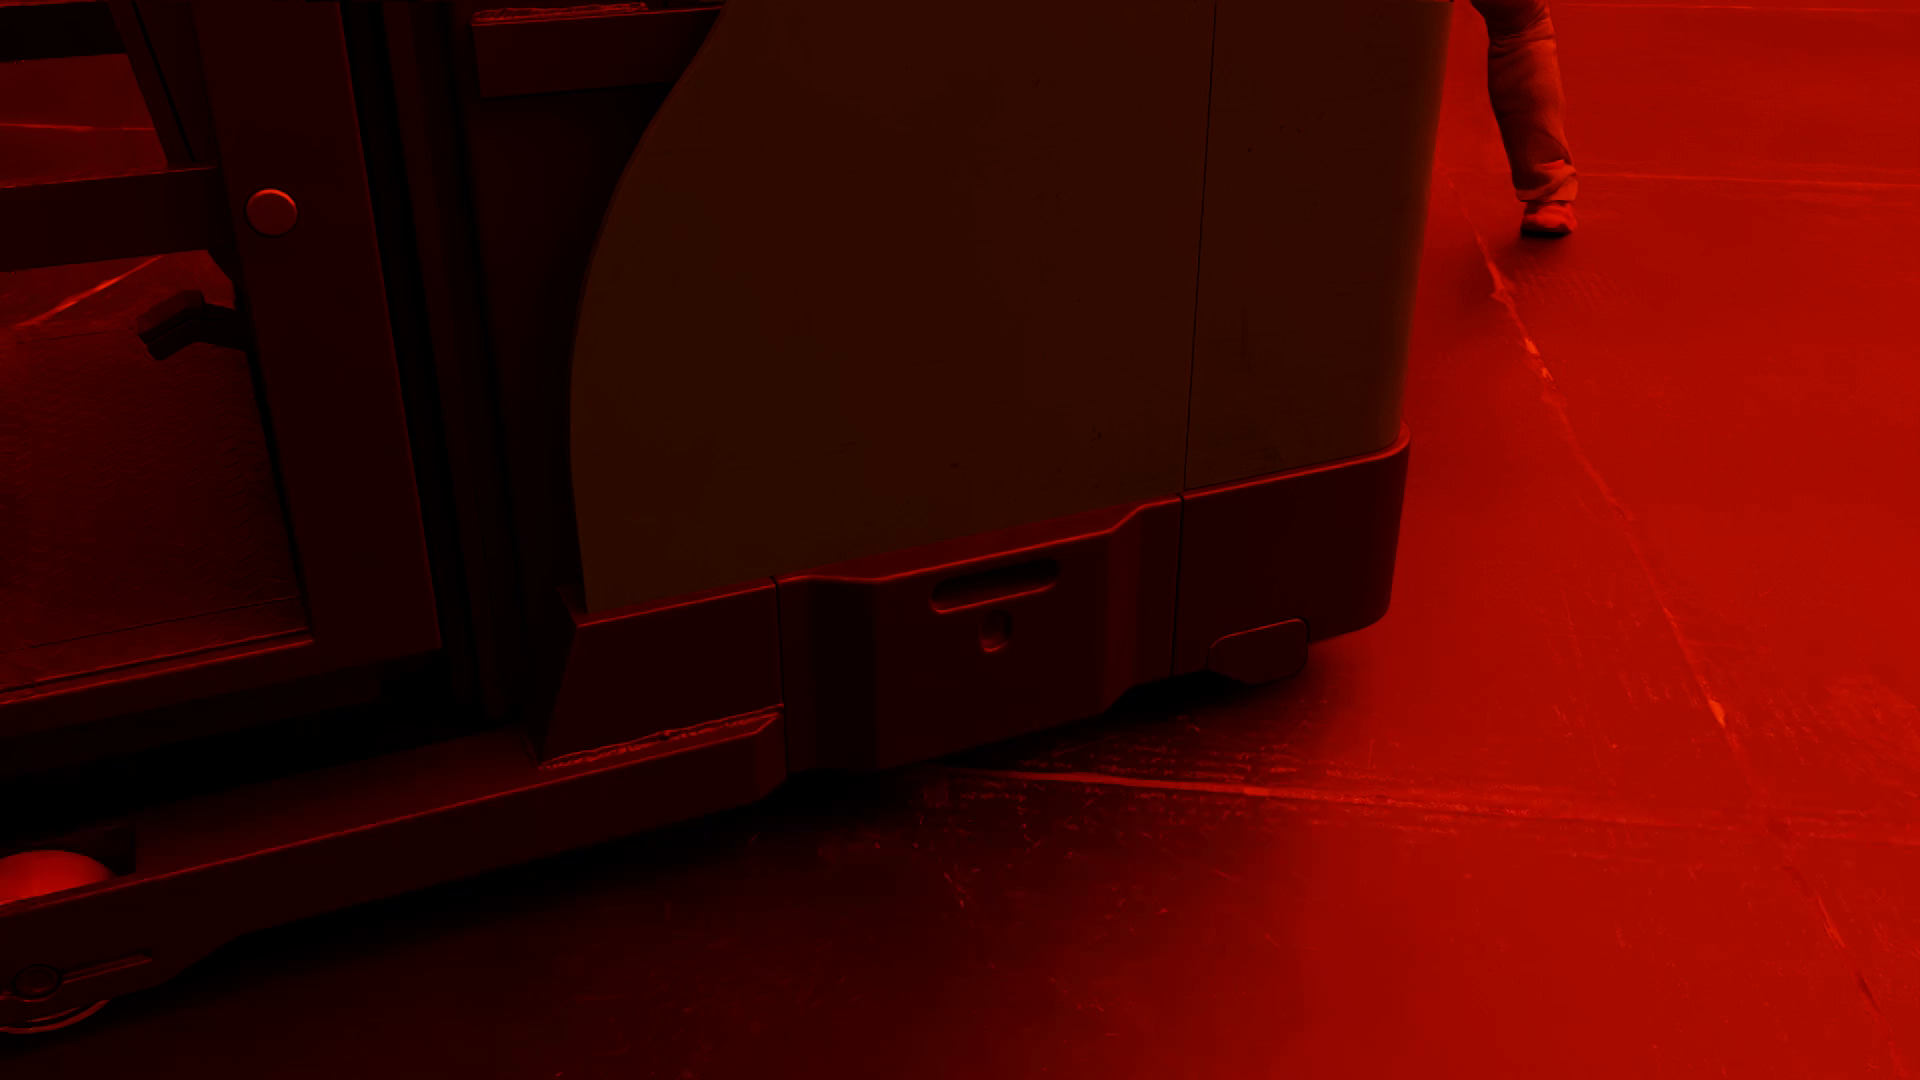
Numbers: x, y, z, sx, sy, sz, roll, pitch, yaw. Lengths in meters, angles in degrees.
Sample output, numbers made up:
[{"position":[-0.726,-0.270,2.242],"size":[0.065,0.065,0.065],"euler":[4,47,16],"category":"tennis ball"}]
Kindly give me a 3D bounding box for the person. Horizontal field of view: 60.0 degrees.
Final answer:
[{"position":[1.080,-1.387,3.580],"size":[1.223,1.686,0.551],"euler":[1,27,3],"category":"person"}]

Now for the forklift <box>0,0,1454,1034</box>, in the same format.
[{"position":[-0.501,-1.143,1.607],"size":[1.939,2.843,1.129],"euler":[-12,29,-22],"category":"forklift"}]
